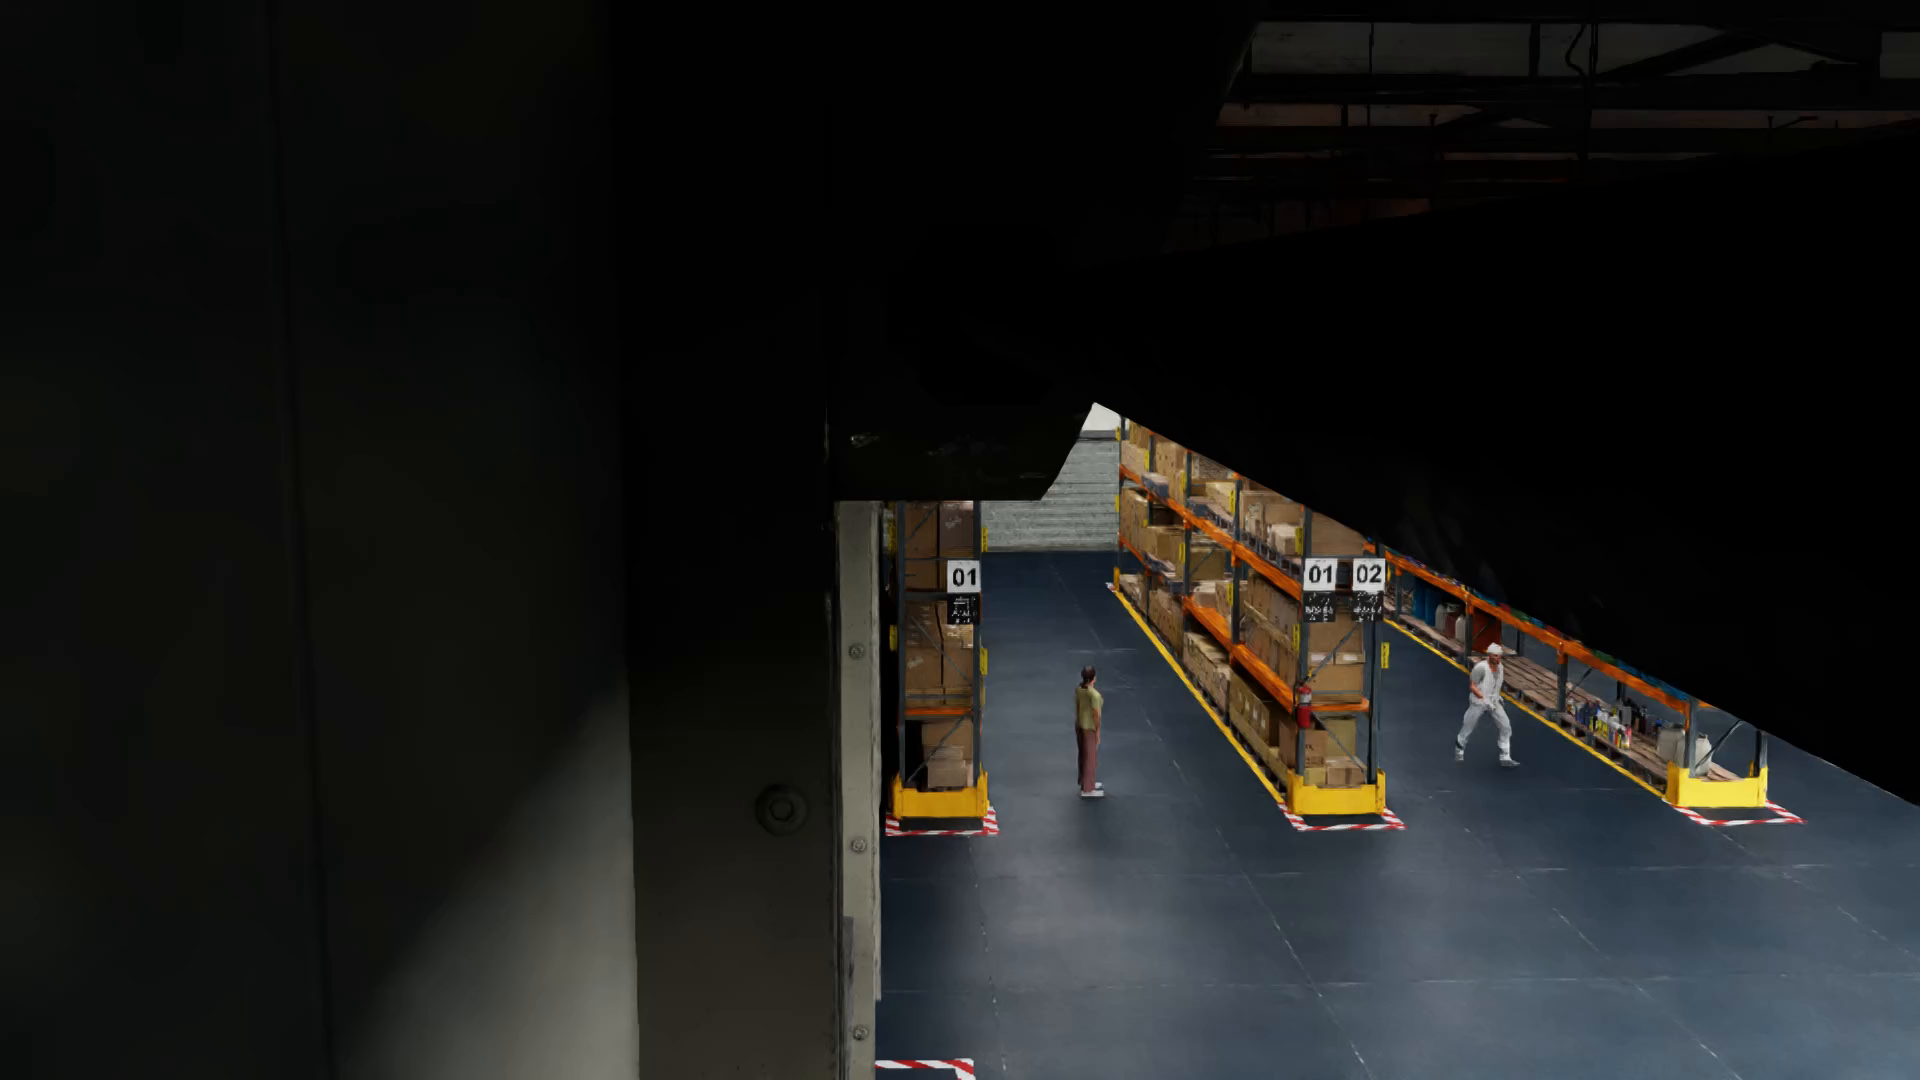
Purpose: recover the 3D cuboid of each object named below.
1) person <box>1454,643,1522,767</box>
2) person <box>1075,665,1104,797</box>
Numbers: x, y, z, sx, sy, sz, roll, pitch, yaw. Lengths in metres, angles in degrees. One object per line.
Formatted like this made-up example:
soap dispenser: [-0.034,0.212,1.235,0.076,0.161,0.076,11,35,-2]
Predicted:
person: [7.170,2.220,22.667,0.686,1.716,0.838,-3,9,-18]
person: [1.689,2.430,21.353,0.445,1.674,0.495,-5,10,-30]
